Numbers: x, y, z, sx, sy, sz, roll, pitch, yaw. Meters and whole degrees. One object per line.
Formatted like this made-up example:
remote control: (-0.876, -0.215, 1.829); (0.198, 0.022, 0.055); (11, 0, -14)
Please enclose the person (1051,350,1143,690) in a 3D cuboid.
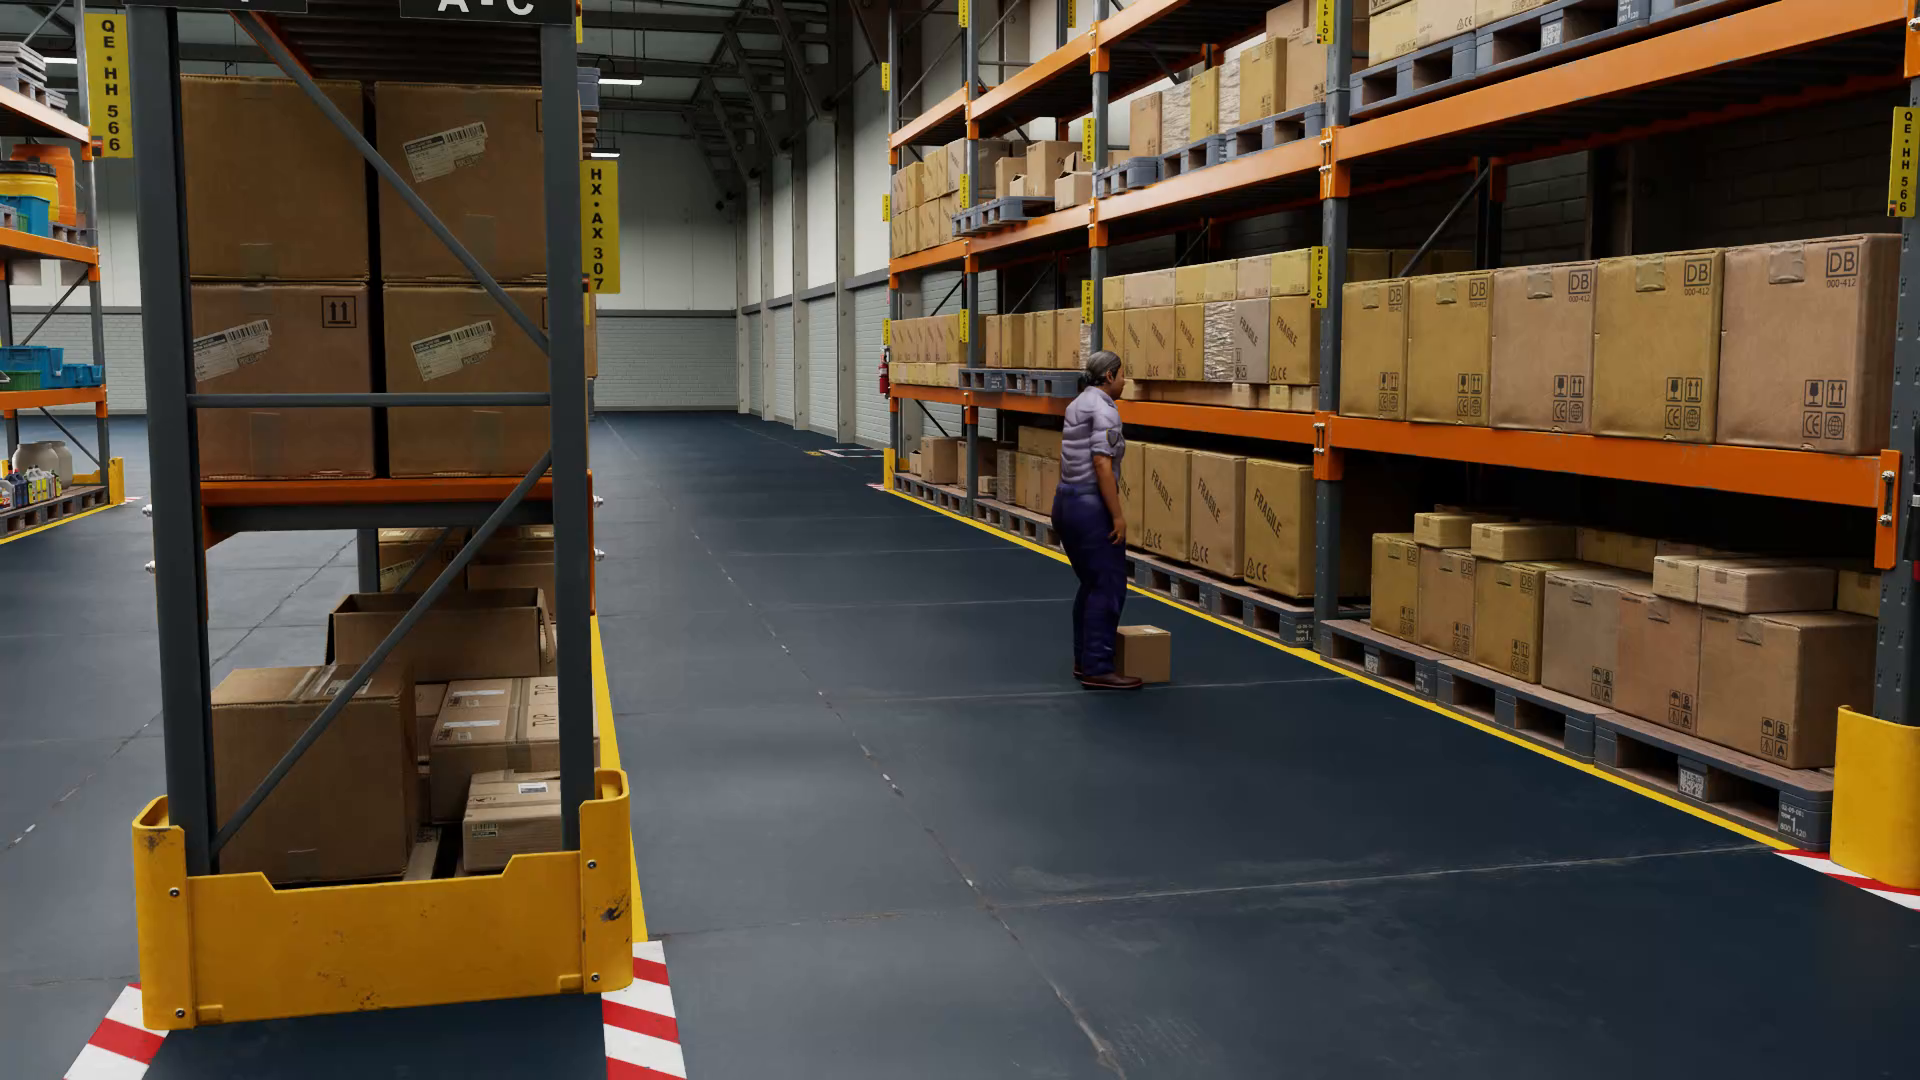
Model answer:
person: (0.690, -0.112, 8.261); (0.421, 1.648, 0.564); (-2, 7, -17)
